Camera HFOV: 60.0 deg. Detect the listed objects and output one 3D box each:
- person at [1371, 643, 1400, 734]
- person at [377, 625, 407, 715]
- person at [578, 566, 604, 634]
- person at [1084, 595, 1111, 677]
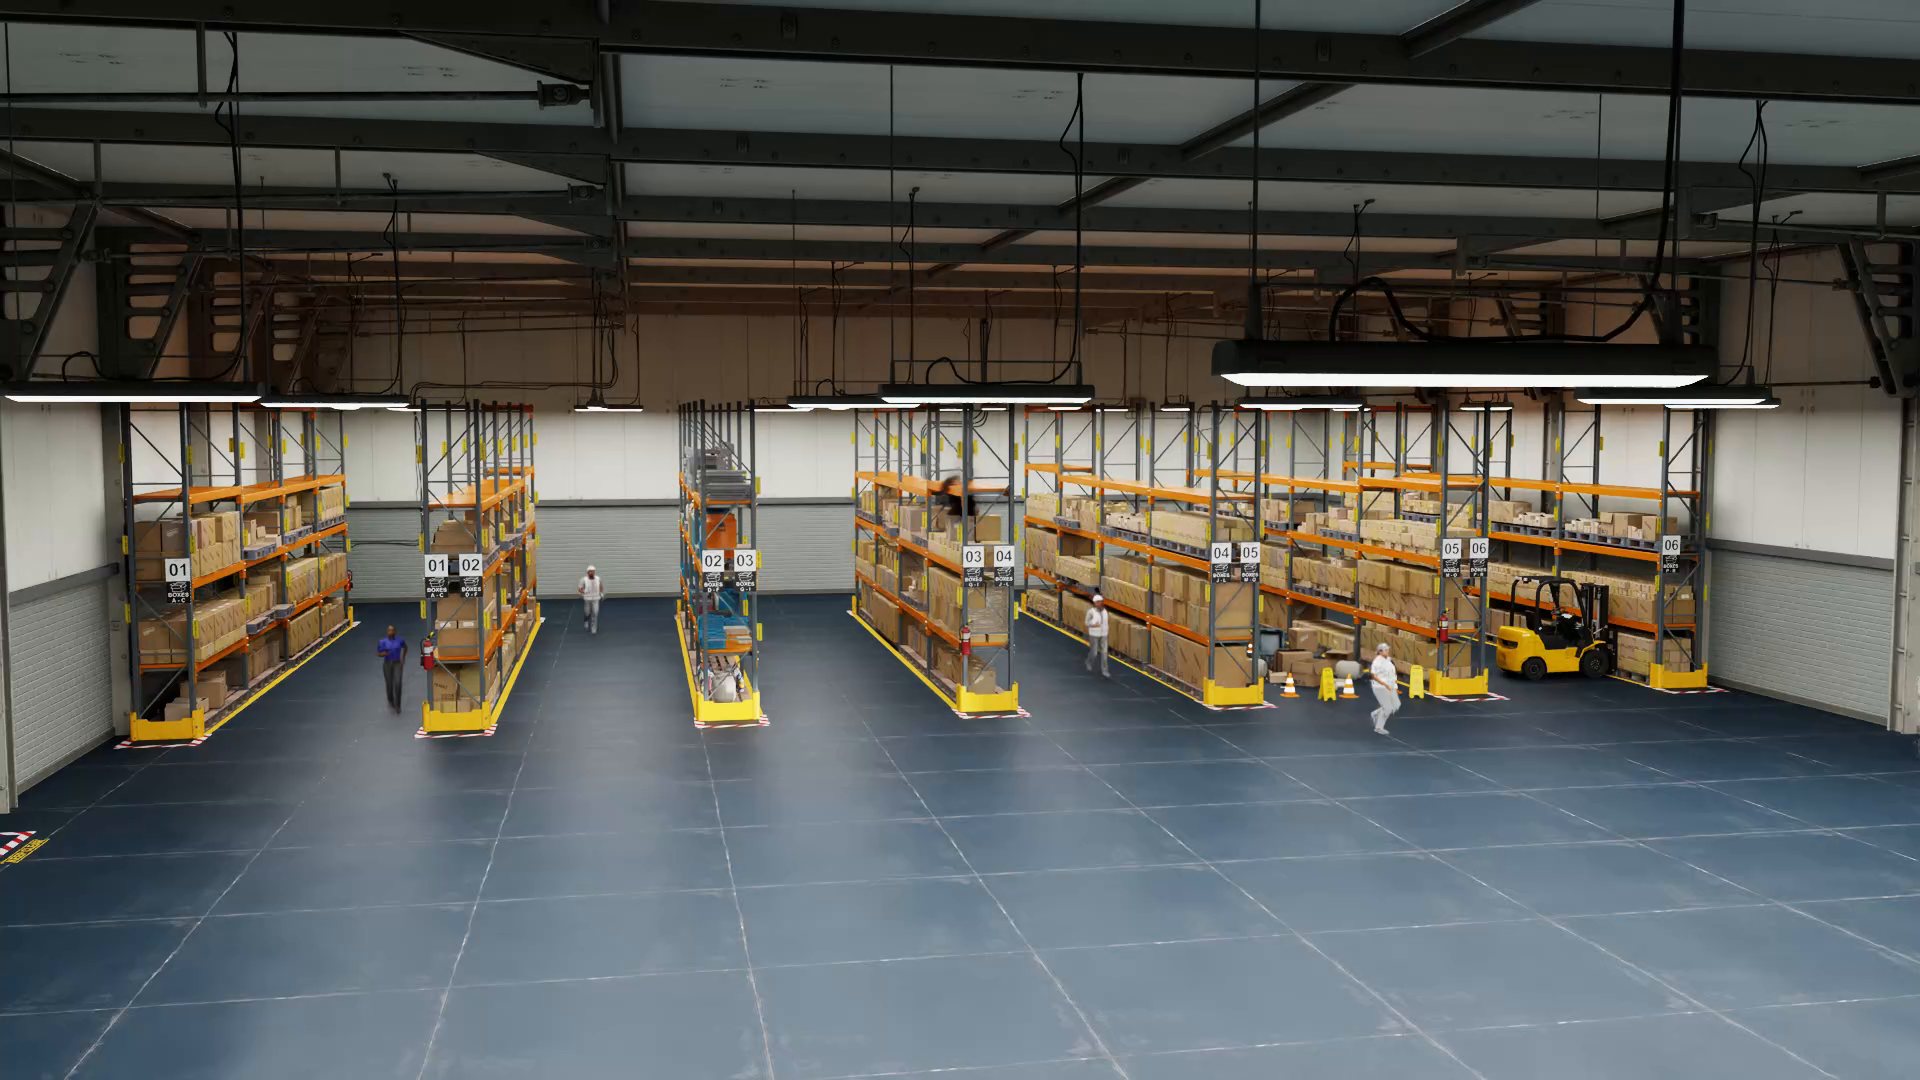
[{"bbox_3d":[7.623,2.663,29.907,0.523,1.635,0.609,4,6,41],"label":"person"},{"bbox_3d":[-10.923,2.479,32.005,0.564,1.712,0.753,-1,5,-18],"label":"person"},{"bbox_3d":[-9.647,1.559,43.499,0.688,1.757,0.827,-2,5,-24],"label":"person"},{"bbox_3d":[3.023,2.069,36.252,0.663,1.744,0.990,-2,5,-20],"label":"person"}]
